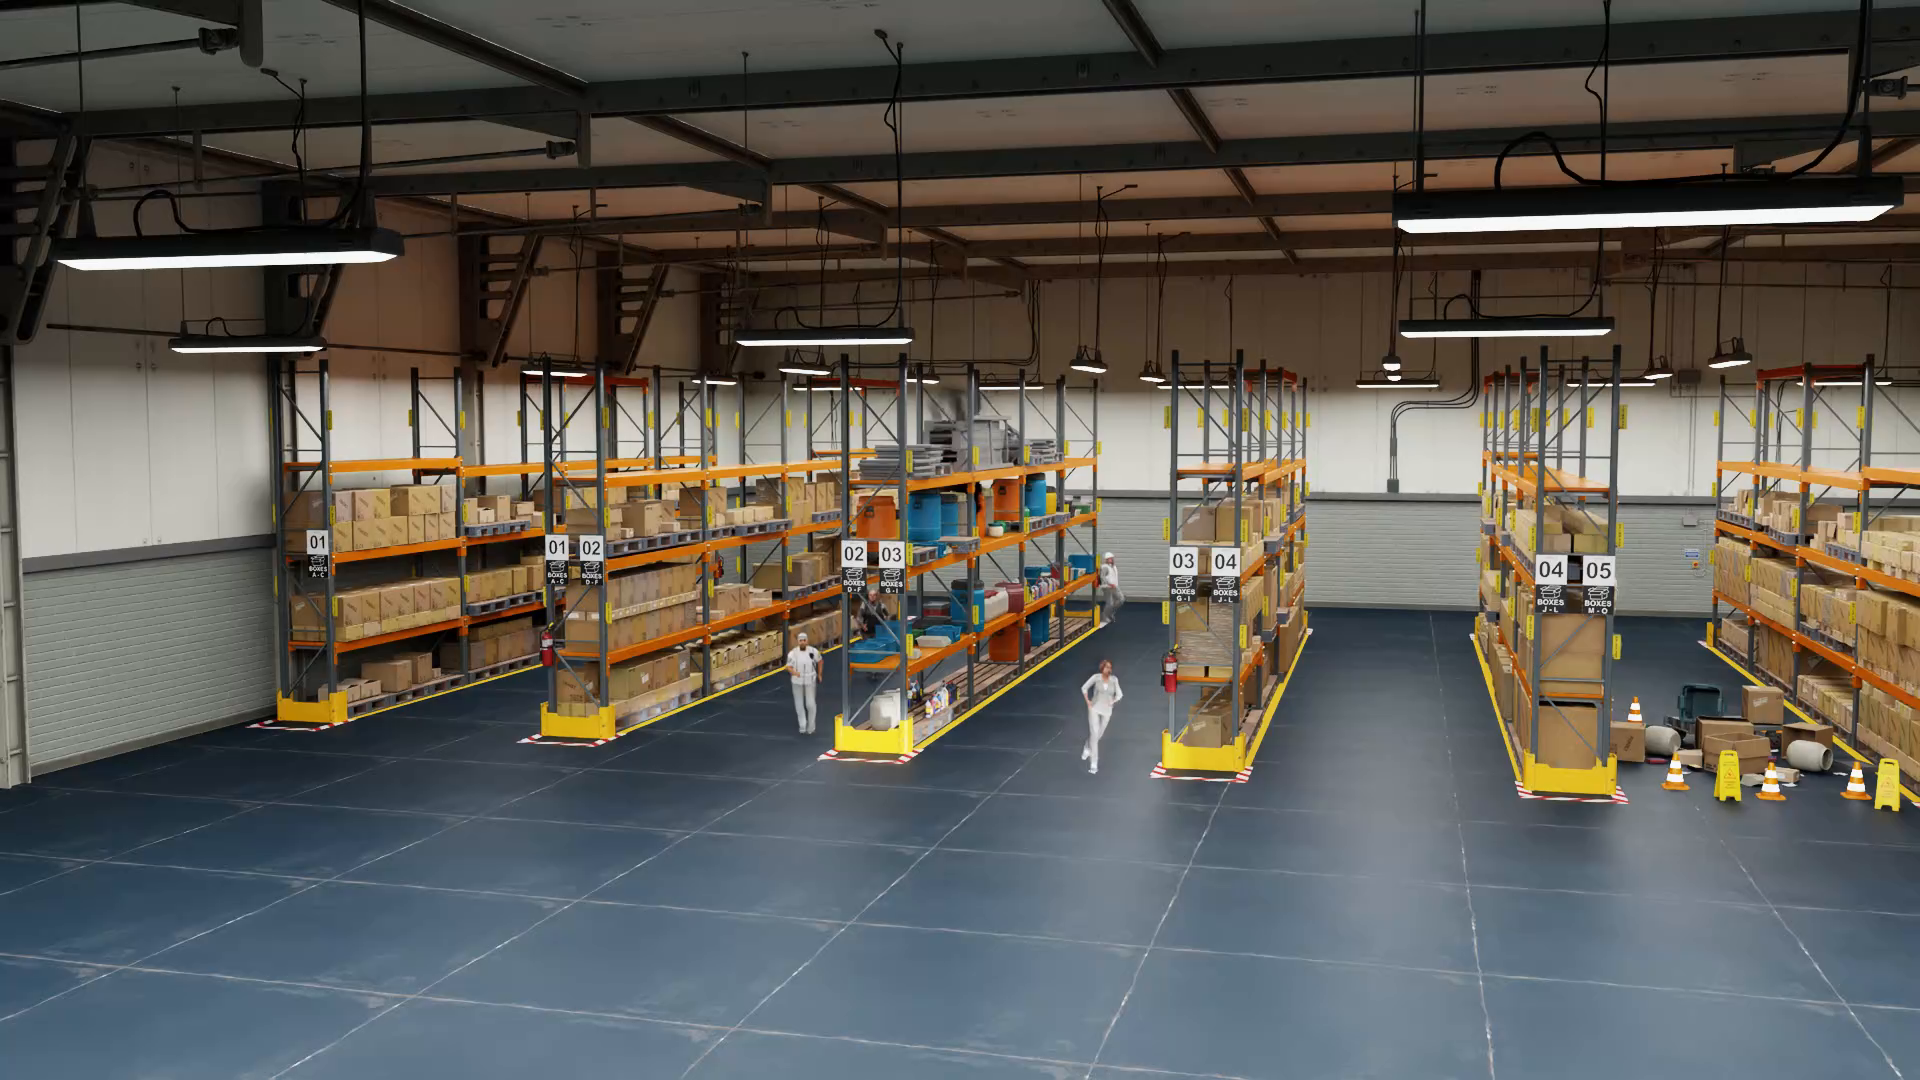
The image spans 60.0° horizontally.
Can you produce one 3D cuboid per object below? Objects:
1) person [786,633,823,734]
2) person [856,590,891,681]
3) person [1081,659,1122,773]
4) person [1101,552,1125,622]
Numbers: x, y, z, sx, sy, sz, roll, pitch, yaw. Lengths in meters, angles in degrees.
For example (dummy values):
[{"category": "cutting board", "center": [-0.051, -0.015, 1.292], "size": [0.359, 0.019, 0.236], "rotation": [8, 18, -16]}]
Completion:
[{"category": "person", "center": [-2.468, 2.277, 26.423], "size": [0.577, 1.626, 0.719], "rotation": [0, 4, -2]}, {"category": "person", "center": [-1.676, 1.833, 32.274], "size": [0.683, 1.725, 0.794], "rotation": [0, 4, 2]}, {"category": "person", "center": [2.055, 2.543, 23.993], "size": [0.566, 1.477, 0.842], "rotation": [-1, 4, -10]}, {"category": "person", "center": [3.753, 1.168, 41.145], "size": [0.602, 1.735, 0.678], "rotation": [3, 5, 38]}]
